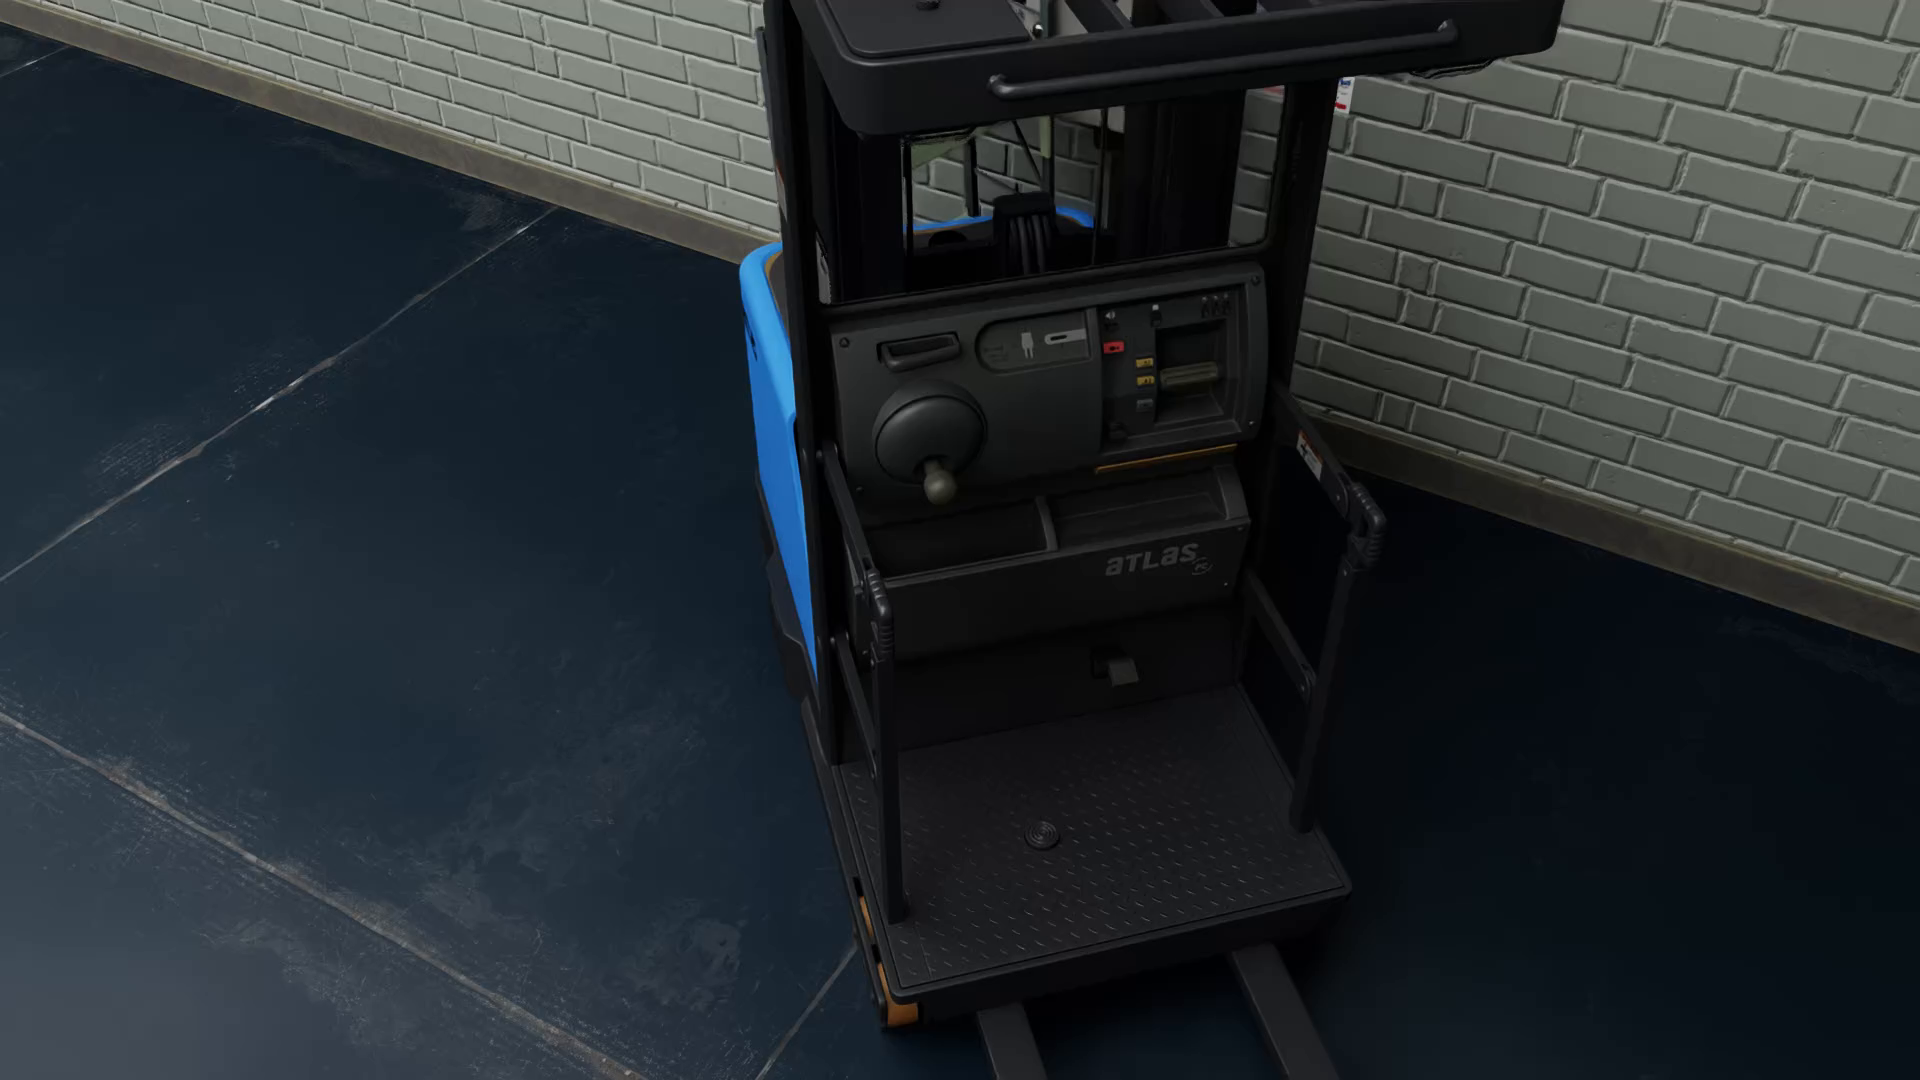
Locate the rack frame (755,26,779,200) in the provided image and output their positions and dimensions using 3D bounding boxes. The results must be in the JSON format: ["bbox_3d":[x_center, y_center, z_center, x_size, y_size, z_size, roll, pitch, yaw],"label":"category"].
[{"bbox_3d":[-0.393,-0.774,4.994,0.023,1.500,0.400,-33,51,-27],"label":"rack frame"}]

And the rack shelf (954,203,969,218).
[{"bbox_3d":[-0.105,-0.714,5.386,0.720,0.370,0.431,-33,51,-27],"label":"rack shelf"}]

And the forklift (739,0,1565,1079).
[{"bbox_3d":[0.258,-0.240,3.305,1.130,2.935,3.031,-10,42,-11],"label":"forklift"}]

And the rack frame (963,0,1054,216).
[{"bbox_3d":[0.155,-1.125,5.329,0.023,1.500,0.400,-33,51,-27],"label":"rack frame"}]

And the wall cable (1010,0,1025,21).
[{"bbox_3d":[-0.056,-2.254,4.771,0.588,1.984,0.122,21,45,22],"label":"wall cable"}]

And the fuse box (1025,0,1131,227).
[{"bbox_3d":[0.456,-1.073,5.174,0.539,1.711,0.414,21,45,22],"label":"fuse box"}]

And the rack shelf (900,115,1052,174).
[{"bbox_3d":[-0.136,-1.232,4.893,0.720,0.370,0.431,-33,51,-27],"label":"rack shelf"}]

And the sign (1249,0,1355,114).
[{"bbox_3d":[0.987,-1.476,4.729,0.329,0.494,0.001,21,45,22],"label":"sign"}]

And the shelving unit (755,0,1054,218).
[{"bbox_3d":[-0.119,-0.950,5.162,0.755,1.500,0.431,-33,51,-27],"label":"shelving unit"}]
